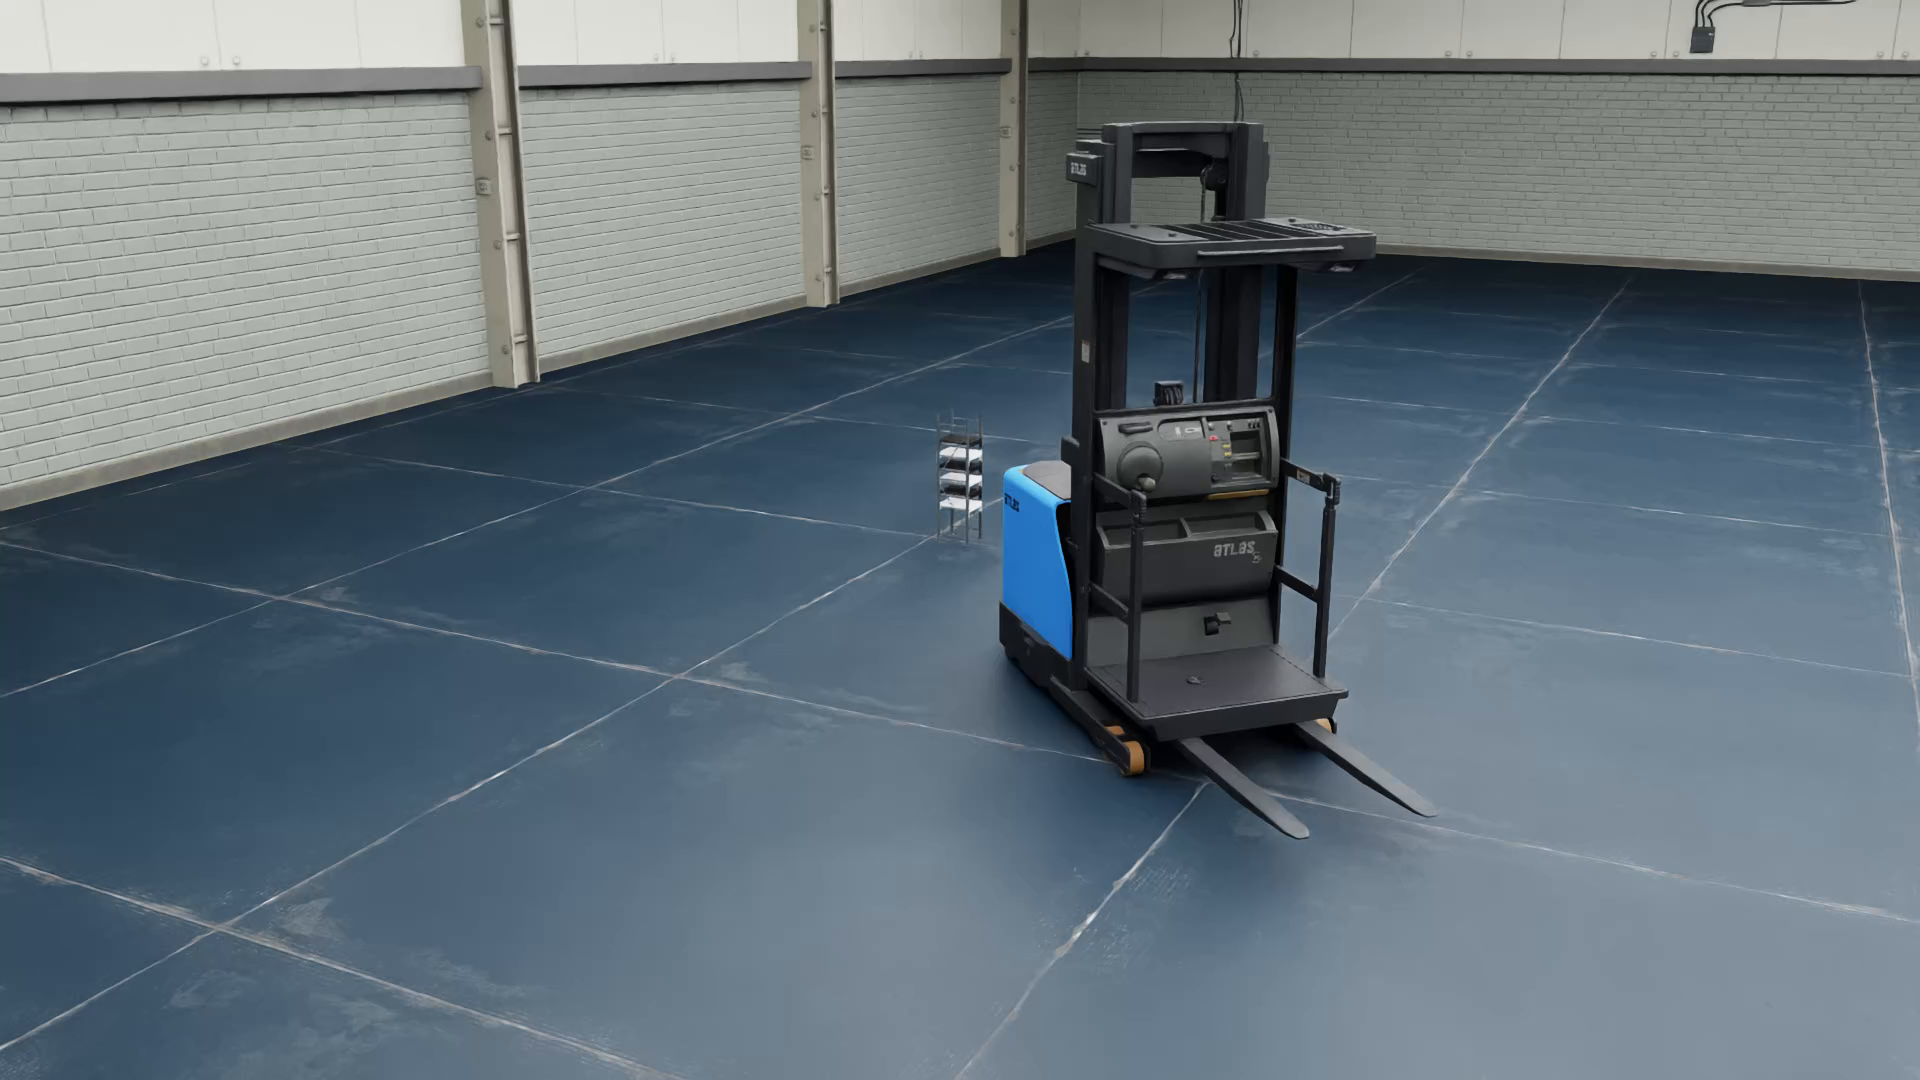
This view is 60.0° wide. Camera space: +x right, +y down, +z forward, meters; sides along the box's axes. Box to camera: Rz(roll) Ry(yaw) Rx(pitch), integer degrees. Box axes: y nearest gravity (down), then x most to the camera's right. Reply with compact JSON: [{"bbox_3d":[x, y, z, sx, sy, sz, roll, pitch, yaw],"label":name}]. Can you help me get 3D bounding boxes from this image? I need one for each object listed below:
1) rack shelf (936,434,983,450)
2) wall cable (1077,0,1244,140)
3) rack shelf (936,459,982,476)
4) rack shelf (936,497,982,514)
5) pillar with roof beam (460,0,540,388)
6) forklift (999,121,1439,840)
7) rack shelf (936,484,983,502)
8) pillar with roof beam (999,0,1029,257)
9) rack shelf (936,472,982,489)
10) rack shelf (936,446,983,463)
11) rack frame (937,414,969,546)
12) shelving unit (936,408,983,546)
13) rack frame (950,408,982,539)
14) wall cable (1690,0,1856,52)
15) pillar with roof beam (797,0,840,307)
[{"bbox_3d":[-0.004,-0.656,11.322,0.258,0.077,0.200,8,18,25],"label":"rack shelf"},{"bbox_3d":[3.356,-8.052,28.282,3.097,2.526,0.112,8,18,25],"label":"wall cable"},{"bbox_3d":[-0.004,-0.484,11.373,0.258,0.077,0.200,8,18,25],"label":"rack shelf"},{"bbox_3d":[-0.004,-0.225,11.450,0.258,0.077,0.200,8,18,25],"label":"rack shelf"},{"bbox_3d":[-0.654,-5.354,13.745,9.100,9.000,0.400,8,18,25],"label":"pillar with roof beam"},{"bbox_3d":[1.181,-0.428,7.816,1.130,2.935,3.031,-6,17,-18],"label":"forklift"},{"bbox_3d":[-0.004,-0.311,11.424,0.258,0.077,0.200,8,18,25],"label":"rack shelf"},{"bbox_3d":[4.708,-8.411,24.036,9.100,9.000,0.400,8,18,25],"label":"pillar with roof beam"},{"bbox_3d":[-0.004,-0.397,11.399,0.258,0.077,0.200,8,18,25],"label":"rack shelf"},{"bbox_3d":[-0.004,-0.570,11.348,0.258,0.077,0.200,8,18,25],"label":"rack shelf"},{"bbox_3d":[-0.049,-0.403,11.302,0.240,0.900,0.006,8,18,25],"label":"rack frame"},{"bbox_3d":[-0.004,-0.429,11.389,0.258,0.900,0.210,8,18,25],"label":"shelving unit"},{"bbox_3d":[0.042,-0.455,11.476,0.240,0.900,0.006,8,18,25],"label":"rack frame"},{"bbox_3d":[11.842,-9.959,23.276,2.305,6.003,0.169,8,18,25],"label":"wall cable"},{"bbox_3d":[2.027,-6.882,18.891,9.100,9.000,0.400,8,18,25],"label":"pillar with roof beam"}]
